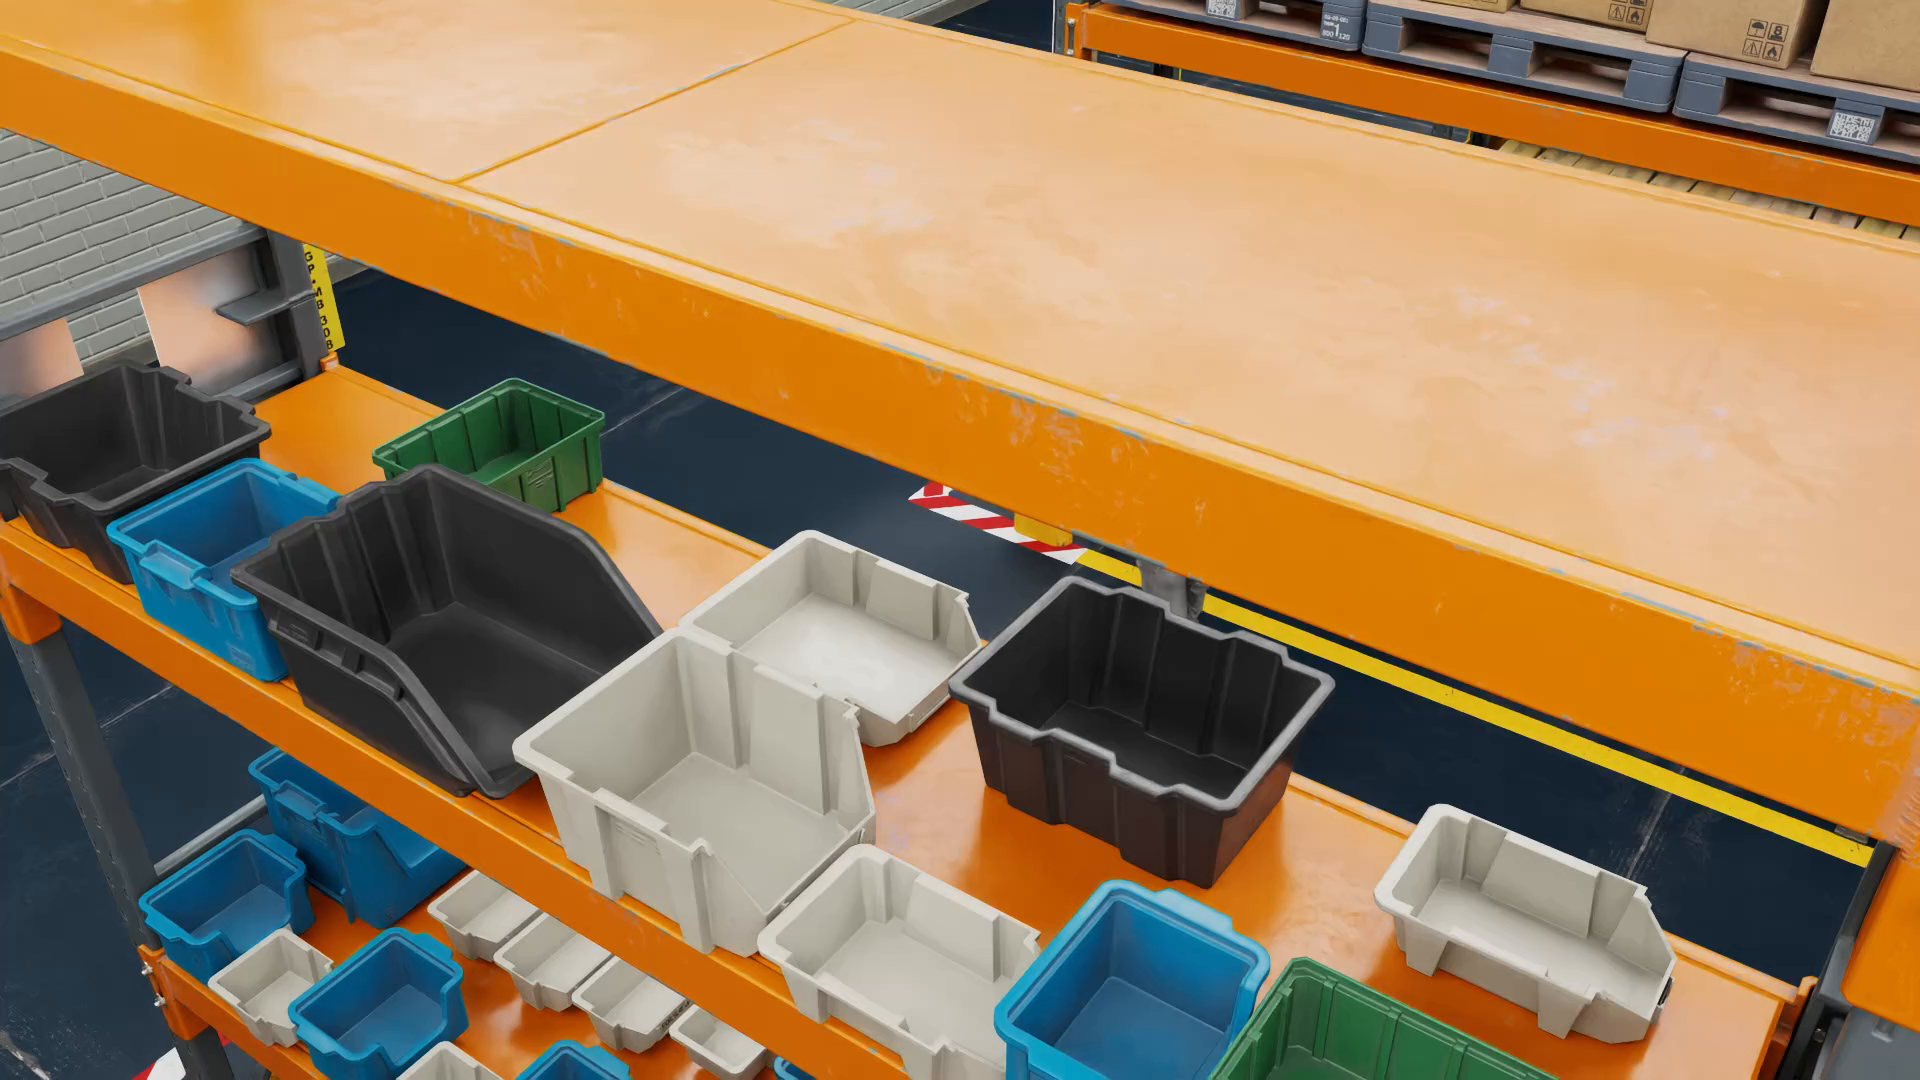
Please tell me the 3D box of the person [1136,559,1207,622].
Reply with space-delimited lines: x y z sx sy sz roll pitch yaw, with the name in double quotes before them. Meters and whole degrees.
"person" 1.015 0.042 7.236 0.576 1.765 0.507 21 40 28
